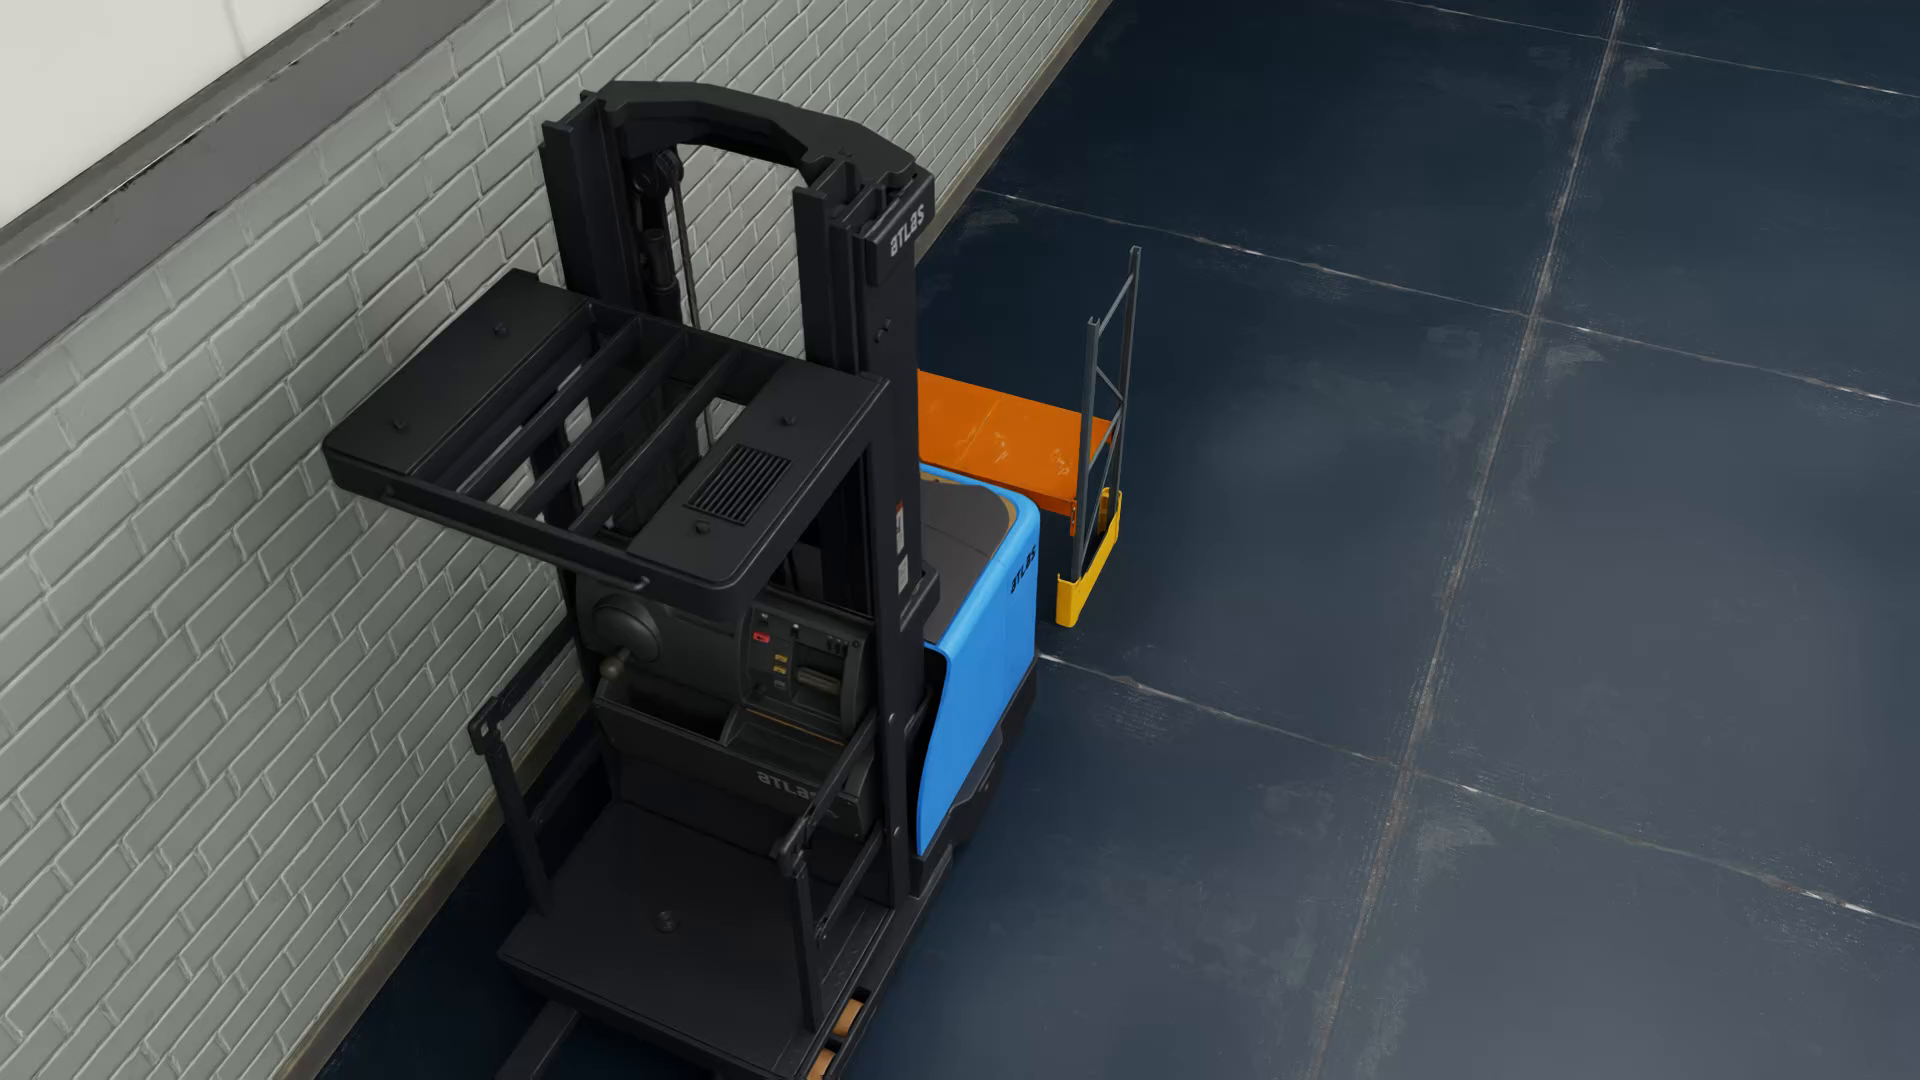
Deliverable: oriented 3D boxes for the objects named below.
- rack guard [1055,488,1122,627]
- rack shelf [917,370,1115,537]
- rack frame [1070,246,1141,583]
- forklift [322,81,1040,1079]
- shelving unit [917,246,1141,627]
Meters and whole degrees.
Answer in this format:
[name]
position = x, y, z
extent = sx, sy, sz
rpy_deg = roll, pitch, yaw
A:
[rack guard]
position = 0.530, 0.067, 6.844
extent = 0.087, 0.250, 0.587
rpy_deg = 16, 47, 16
[rack shelf]
position = 0.079, -0.381, 6.664
extent = 1.000, 0.185, 0.538
rpy_deg = 16, 47, 16
[rack frame]
position = 0.548, -0.370, 6.398
extent = 0.032, 1.500, 0.500
rpy_deg = 16, 47, 16
[forklift]
position = -0.783, 0.384, 4.625
extent = 1.130, 2.935, 3.031
rpy_deg = 18, 48, 17
[shelving unit]
position = 0.070, -0.511, 6.539
extent = 1.083, 1.500, 0.587
rpy_deg = 16, 47, 16
